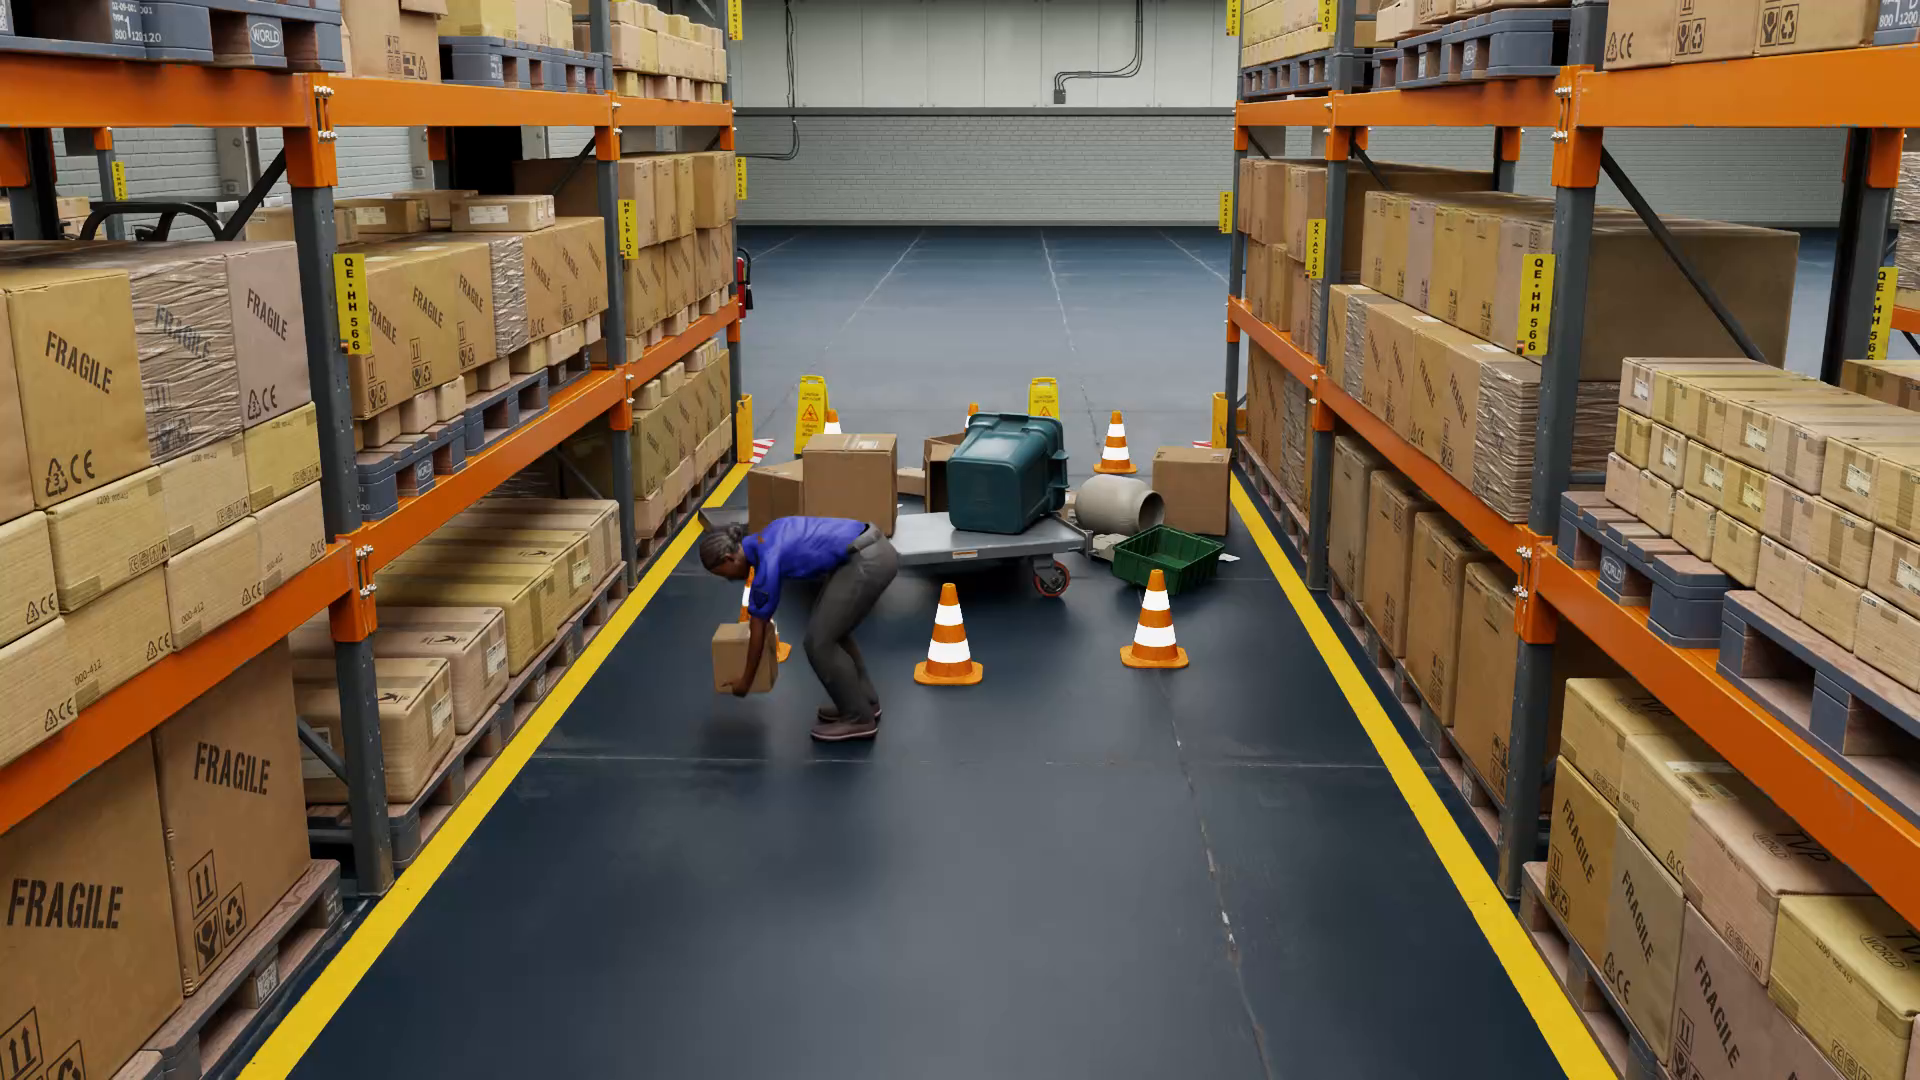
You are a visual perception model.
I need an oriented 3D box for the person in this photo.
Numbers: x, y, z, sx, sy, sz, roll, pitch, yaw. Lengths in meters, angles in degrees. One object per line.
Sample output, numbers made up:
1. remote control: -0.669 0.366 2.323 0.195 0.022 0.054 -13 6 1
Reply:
1. person: -0.709 0.382 7.408 0.878 0.971 0.445 0 14 -1
